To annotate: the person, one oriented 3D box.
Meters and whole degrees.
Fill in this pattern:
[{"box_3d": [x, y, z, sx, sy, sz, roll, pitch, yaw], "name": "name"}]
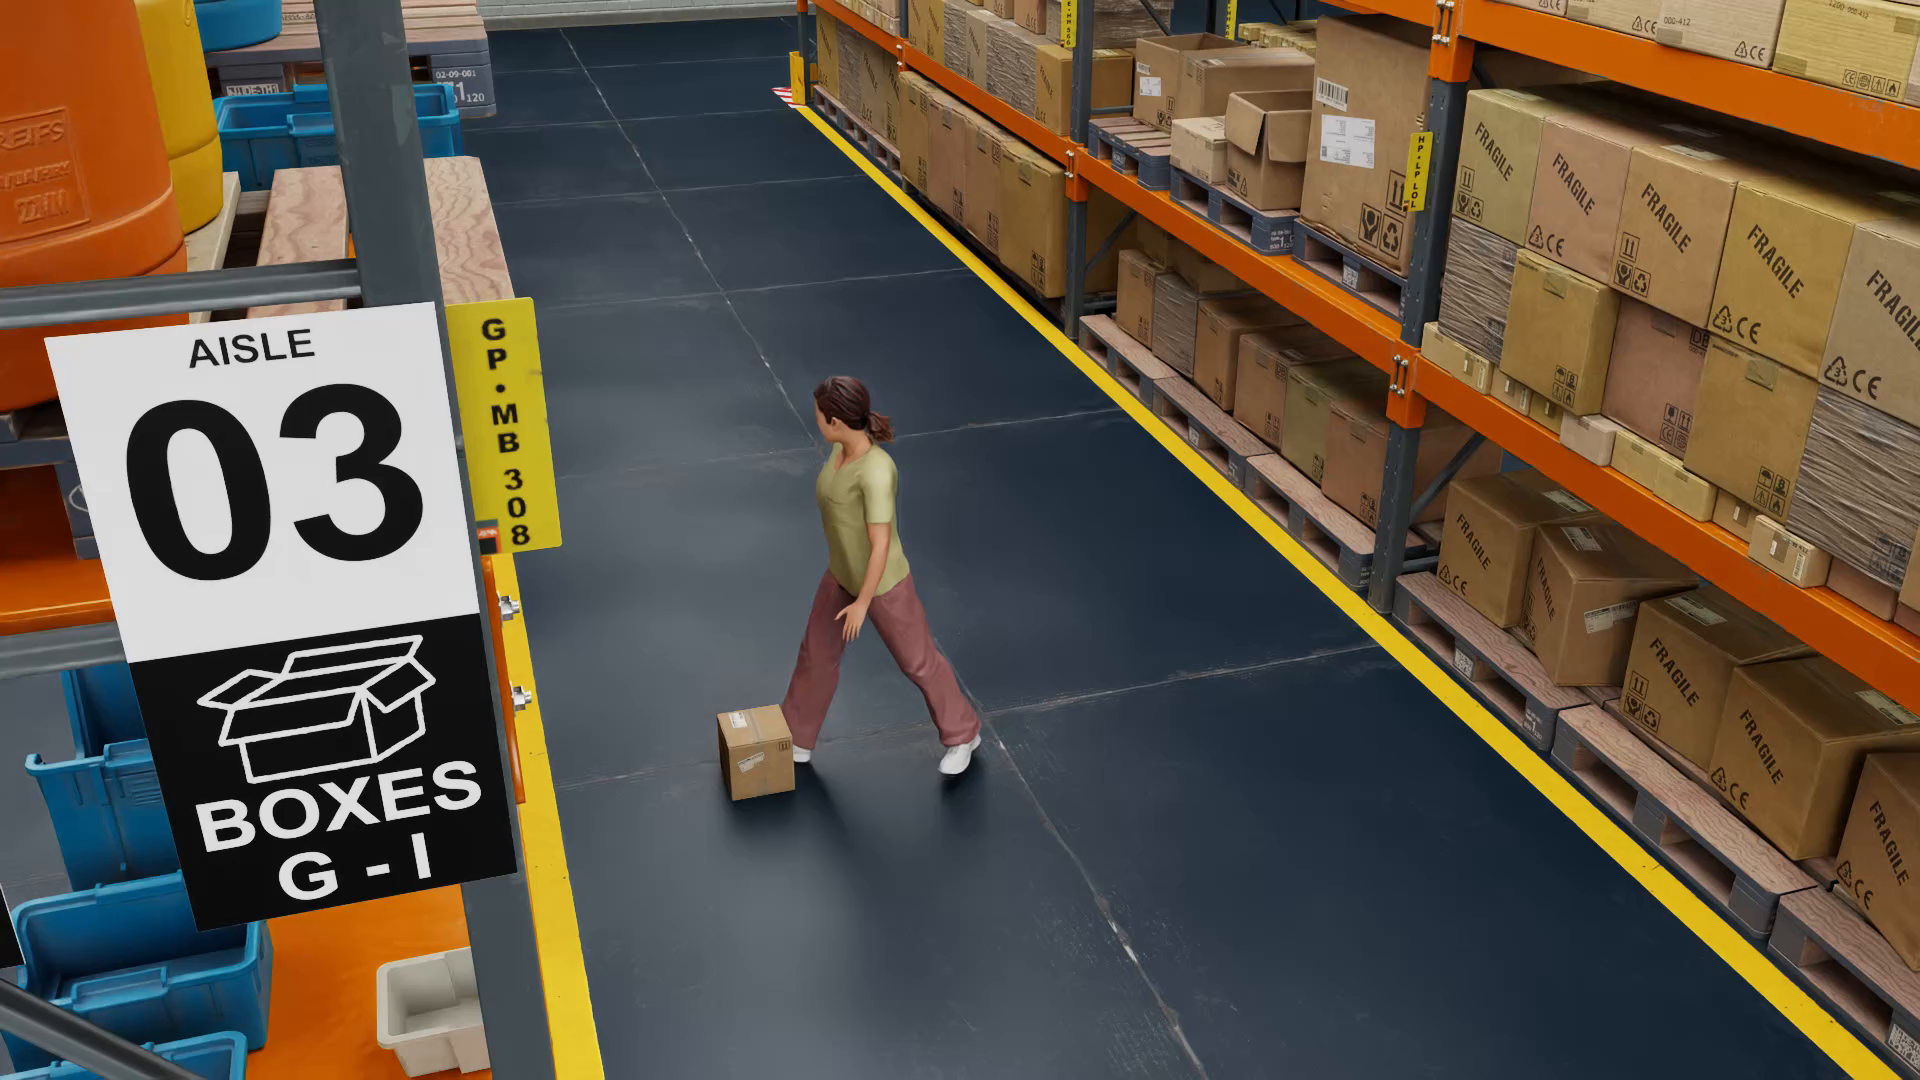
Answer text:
[{"box_3d": [-0.369, 0.166, 6.290, 0.902, 1.640, 0.581, -14, 30, -27], "name": "person"}]
